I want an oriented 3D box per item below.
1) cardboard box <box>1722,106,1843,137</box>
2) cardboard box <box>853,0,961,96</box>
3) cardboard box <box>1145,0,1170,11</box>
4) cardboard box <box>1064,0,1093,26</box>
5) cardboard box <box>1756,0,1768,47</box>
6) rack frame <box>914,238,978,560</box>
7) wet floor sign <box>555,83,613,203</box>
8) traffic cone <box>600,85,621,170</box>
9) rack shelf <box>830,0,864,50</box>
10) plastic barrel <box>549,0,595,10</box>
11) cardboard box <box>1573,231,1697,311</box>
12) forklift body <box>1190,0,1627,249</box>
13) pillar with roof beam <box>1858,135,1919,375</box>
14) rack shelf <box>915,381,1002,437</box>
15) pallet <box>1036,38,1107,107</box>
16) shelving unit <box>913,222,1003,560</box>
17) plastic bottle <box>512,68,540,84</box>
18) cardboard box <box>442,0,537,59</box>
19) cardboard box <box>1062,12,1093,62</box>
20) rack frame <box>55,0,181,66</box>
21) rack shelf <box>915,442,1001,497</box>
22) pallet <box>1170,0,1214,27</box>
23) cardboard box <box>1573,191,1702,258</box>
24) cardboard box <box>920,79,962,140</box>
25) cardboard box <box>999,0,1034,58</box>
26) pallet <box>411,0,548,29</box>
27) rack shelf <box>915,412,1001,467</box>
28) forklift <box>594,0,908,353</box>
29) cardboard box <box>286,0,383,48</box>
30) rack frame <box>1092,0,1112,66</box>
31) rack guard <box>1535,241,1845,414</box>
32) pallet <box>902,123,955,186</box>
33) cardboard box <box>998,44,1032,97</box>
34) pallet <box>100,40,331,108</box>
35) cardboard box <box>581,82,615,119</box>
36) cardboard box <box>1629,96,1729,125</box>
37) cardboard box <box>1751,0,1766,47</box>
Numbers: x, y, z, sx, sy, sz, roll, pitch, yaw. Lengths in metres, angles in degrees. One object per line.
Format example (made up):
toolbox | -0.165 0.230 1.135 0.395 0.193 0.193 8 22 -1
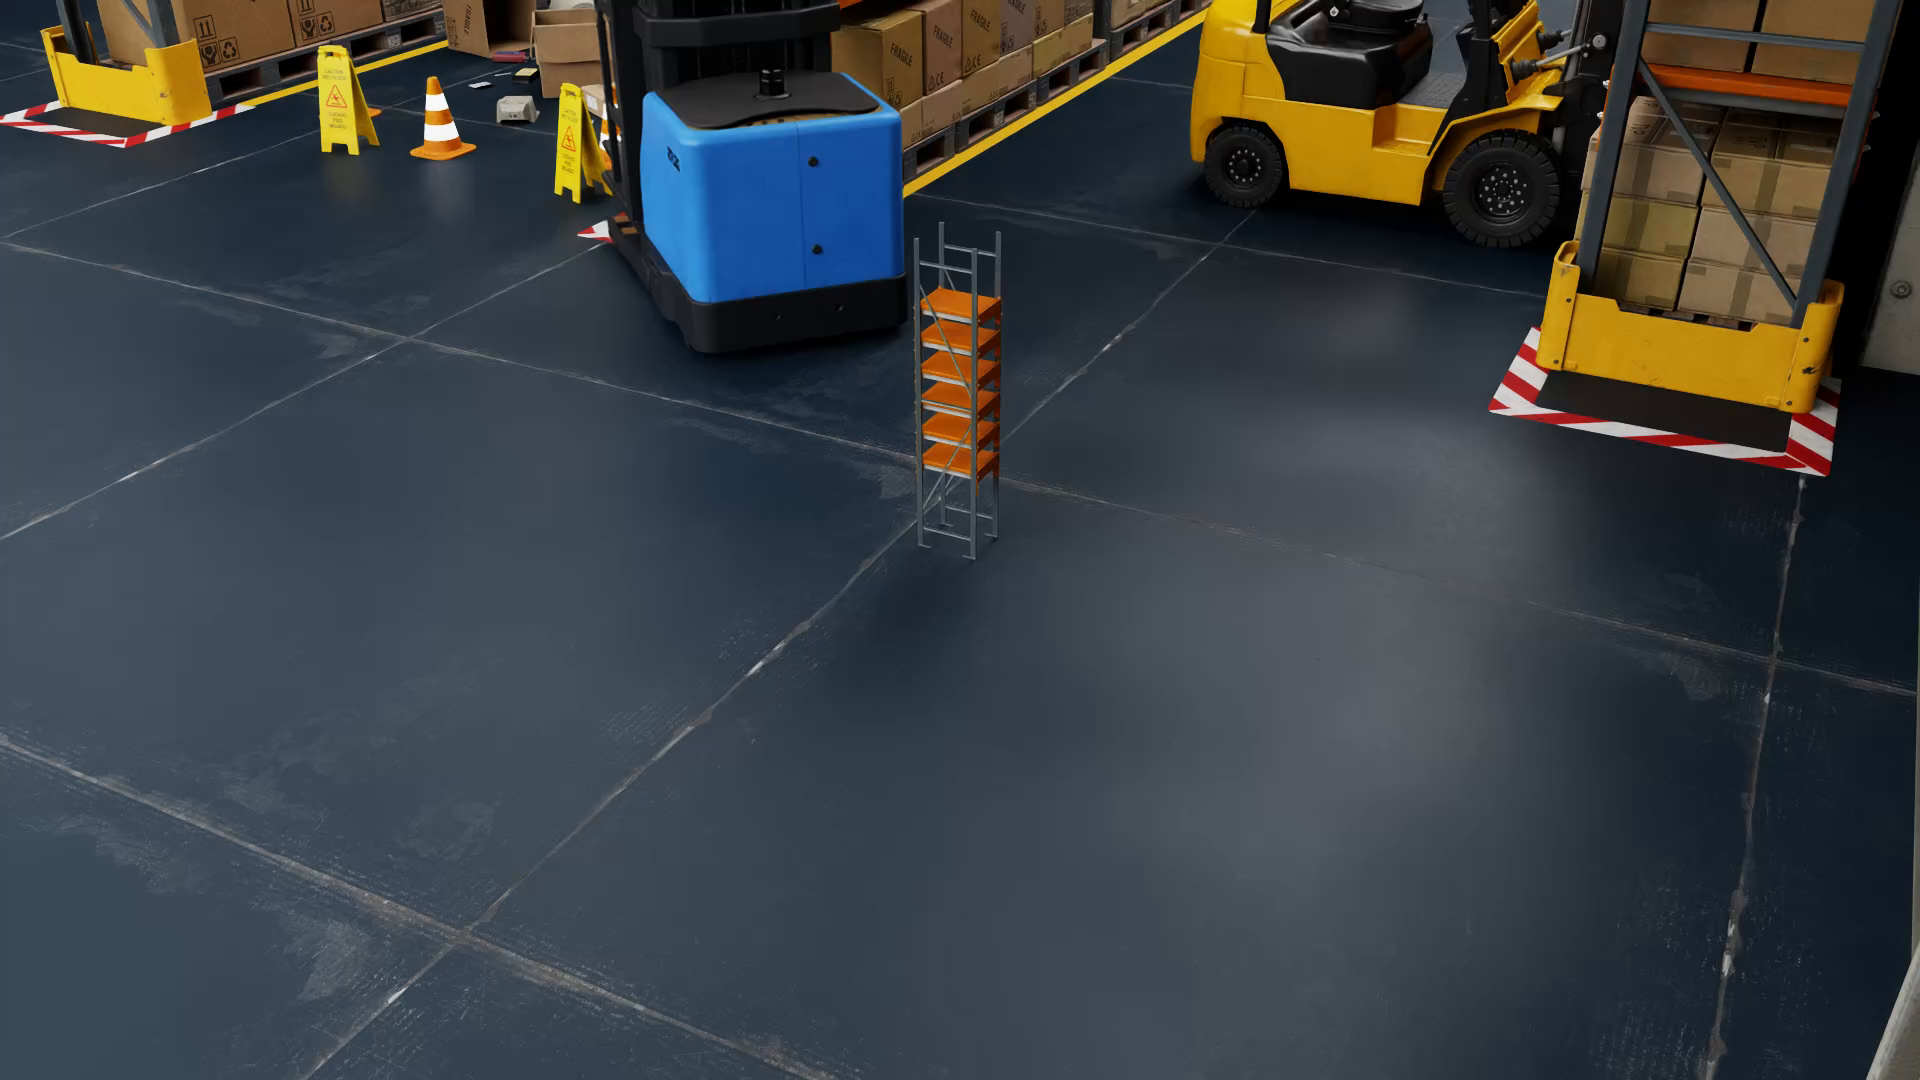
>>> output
cardboard box | 3.855 -1.872 7.833 0.500 0.250 0.500 14 33 23
cardboard box | -0.319 -3.034 10.107 0.500 0.500 0.500 13 32 21
cardboard box | 1.206 -4.549 13.376 0.950 0.372 0.625 16 34 26
cardboard box | 0.615 -3.945 11.695 0.500 0.500 0.500 14 33 23
cardboard box | 3.934 -2.492 7.477 0.500 0.500 0.500 15 33 25
rack frame | -0.048 -0.473 5.869 0.240 1.200 0.006 14 33 23
wet floor sign | -2.216 -2.318 9.638 0.232 0.644 0.267 -25 38 -36
traffic cone | -2.129 -2.563 10.249 0.336 0.463 0.334 14 33 23
rack shelf | -0.266 -3.755 10.499 1.077 0.370 4.000 14 33 23
plastic barrel | -2.959 -4.064 12.901 0.421 0.421 0.512 -12 32 -20
cardboard box | 3.176 -1.326 7.886 0.500 0.250 0.500 15 33 24
forklift body | 2.483 -2.942 9.214 2.313 2.155 1.214 14 33 23
pillar with roof beam | 0.531 -5.738 7.206 9.100 9.000 0.400 14 33 23
rack shelf | -0.007 -0.475 5.962 0.258 0.103 0.180 14 33 23
pallet | 0.371 -3.439 12.026 1.003 0.211 1.213 14 33 23
shelving unit | -0.007 -0.514 5.940 0.258 1.200 0.189 14 33 23
plastic bottle | -3.137 -3.375 12.066 0.133 0.061 0.283 4 30 6
cardboard box | -3.601 -4.028 12.759 0.500 0.500 0.500 21 36 32
cardboard box | 0.615 -3.620 11.881 0.500 0.250 0.500 16 33 25
rack frame | -5.630 -4.258 10.653 1.000 3.000 0.127 14 33 23
rack shelf | -0.007 -0.267 6.082 0.258 0.103 0.180 14 33 23
pallet | 1.553 -4.633 14.105 1.003 0.211 1.213 14 33 23
cardboard box | 3.187 -1.549 7.773 0.500 0.250 0.500 14 33 23
cardboard box | -0.324 -2.689 10.261 0.500 0.250 0.500 16 33 25
cardboard box | 0.153 -3.493 10.907 0.500 0.500 0.500 16 34 26
pallet | -4.223 -4.503 13.880 1.003 0.211 1.213 14 33 23
rack shelf | -0.007 -0.371 6.022 0.258 0.103 0.180 14 33 23
forklift | -1.266 -2.841 8.254 1.130 2.935 3.031 -11 32 -19
cardboard box | -4.980 -4.225 12.308 0.875 0.875 0.875 14 33 23
rack frame | 0.645 -4.954 11.864 1.000 3.000 0.127 14 33 23
rack guard | 3.233 -0.961 7.422 1.175 0.500 0.348 14 33 23
pallet | -0.741 -2.357 10.142 1.003 0.211 1.213 14 33 23
cardboard box | 0.146 -3.157 11.076 0.500 0.250 0.500 15 33 24
pallet | -5.335 -3.421 11.996 1.003 0.211 1.213 14 33 23
cardboard box | -2.378 -2.983 11.295 0.250 0.149 0.380 -18 34 -28
cardboard box | 3.403 -1.982 8.024 0.500 0.250 0.500 15 33 24
cardboard box | 3.479 -2.605 7.674 0.500 0.500 0.500 15 33 25
